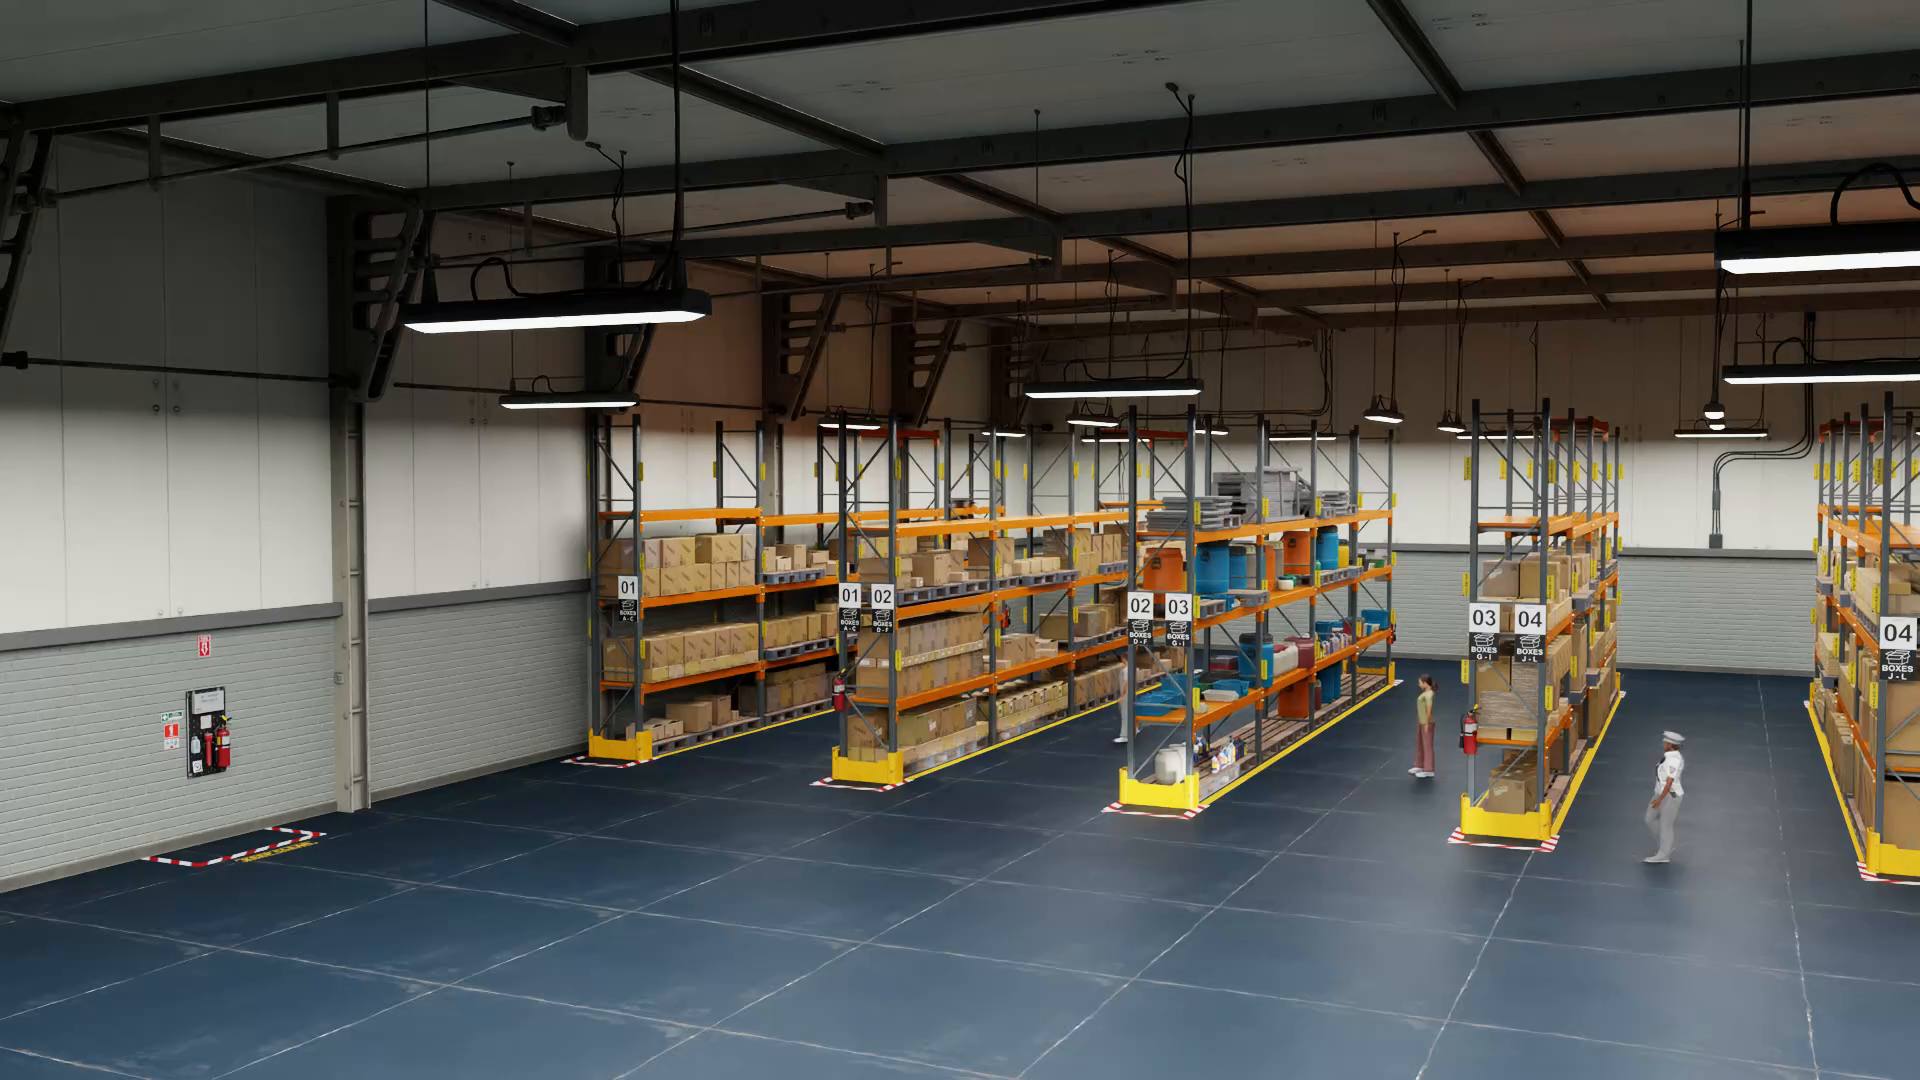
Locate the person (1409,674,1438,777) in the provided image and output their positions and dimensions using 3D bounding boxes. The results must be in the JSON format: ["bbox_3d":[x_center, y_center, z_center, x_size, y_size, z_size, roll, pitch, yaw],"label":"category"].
[{"bbox_3d":[7.627,3.032,27.361,0.436,1.676,0.499,0,2,6],"label":"person"}]

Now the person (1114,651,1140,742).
[{"bbox_3d":[3.105,2.899,30.839,0.443,1.658,0.534,0,2,11],"label":"person"}]

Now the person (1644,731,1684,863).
[{"bbox_3d":[9.011,3.300,21.296,0.463,1.708,0.482,0,2,1],"label":"person"}]

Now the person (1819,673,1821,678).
[{"bbox_3d":[19.475,2.621,37.150,0.603,1.817,0.399,-1,2,-16],"label":"person"}]
